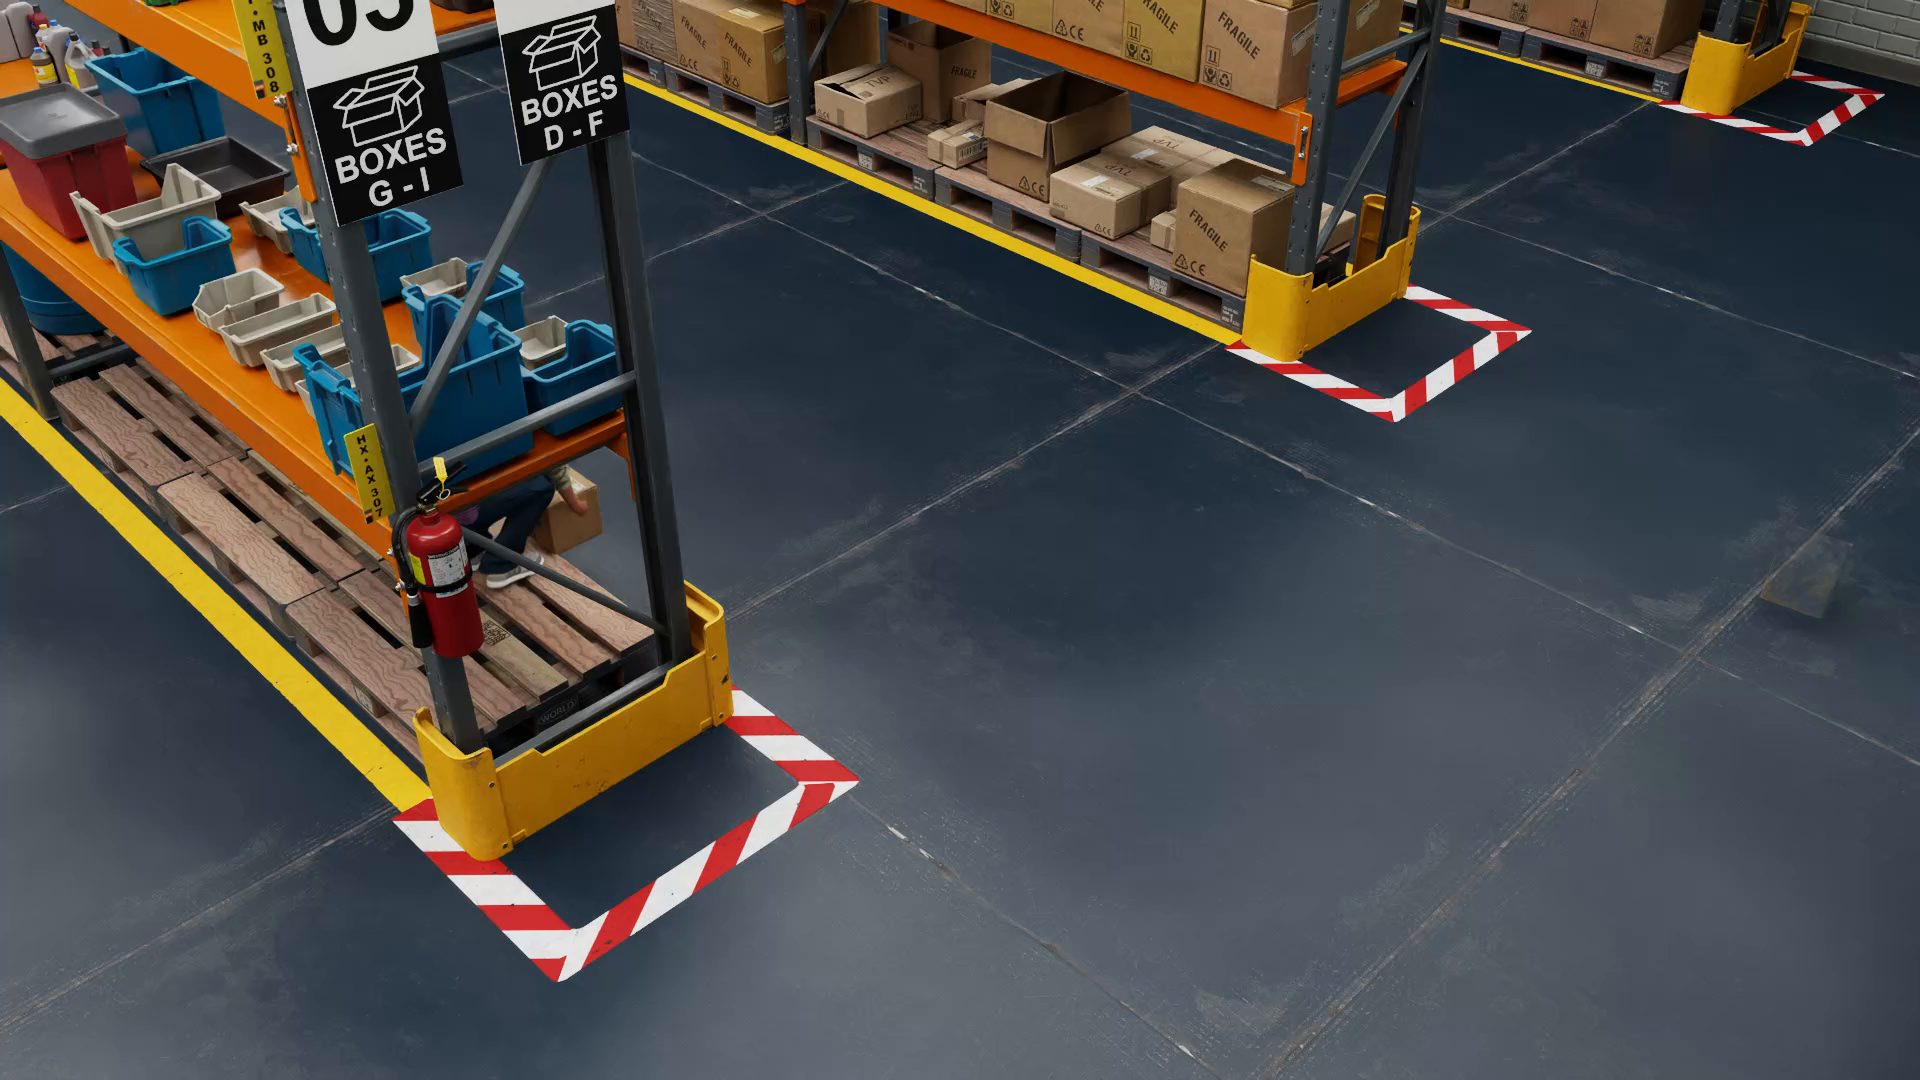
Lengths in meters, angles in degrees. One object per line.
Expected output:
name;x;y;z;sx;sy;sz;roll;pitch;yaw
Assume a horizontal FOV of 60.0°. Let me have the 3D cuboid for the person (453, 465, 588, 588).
person;-1.904;-0.270;6.802;0.440;0.860;0.793;26;43;31
